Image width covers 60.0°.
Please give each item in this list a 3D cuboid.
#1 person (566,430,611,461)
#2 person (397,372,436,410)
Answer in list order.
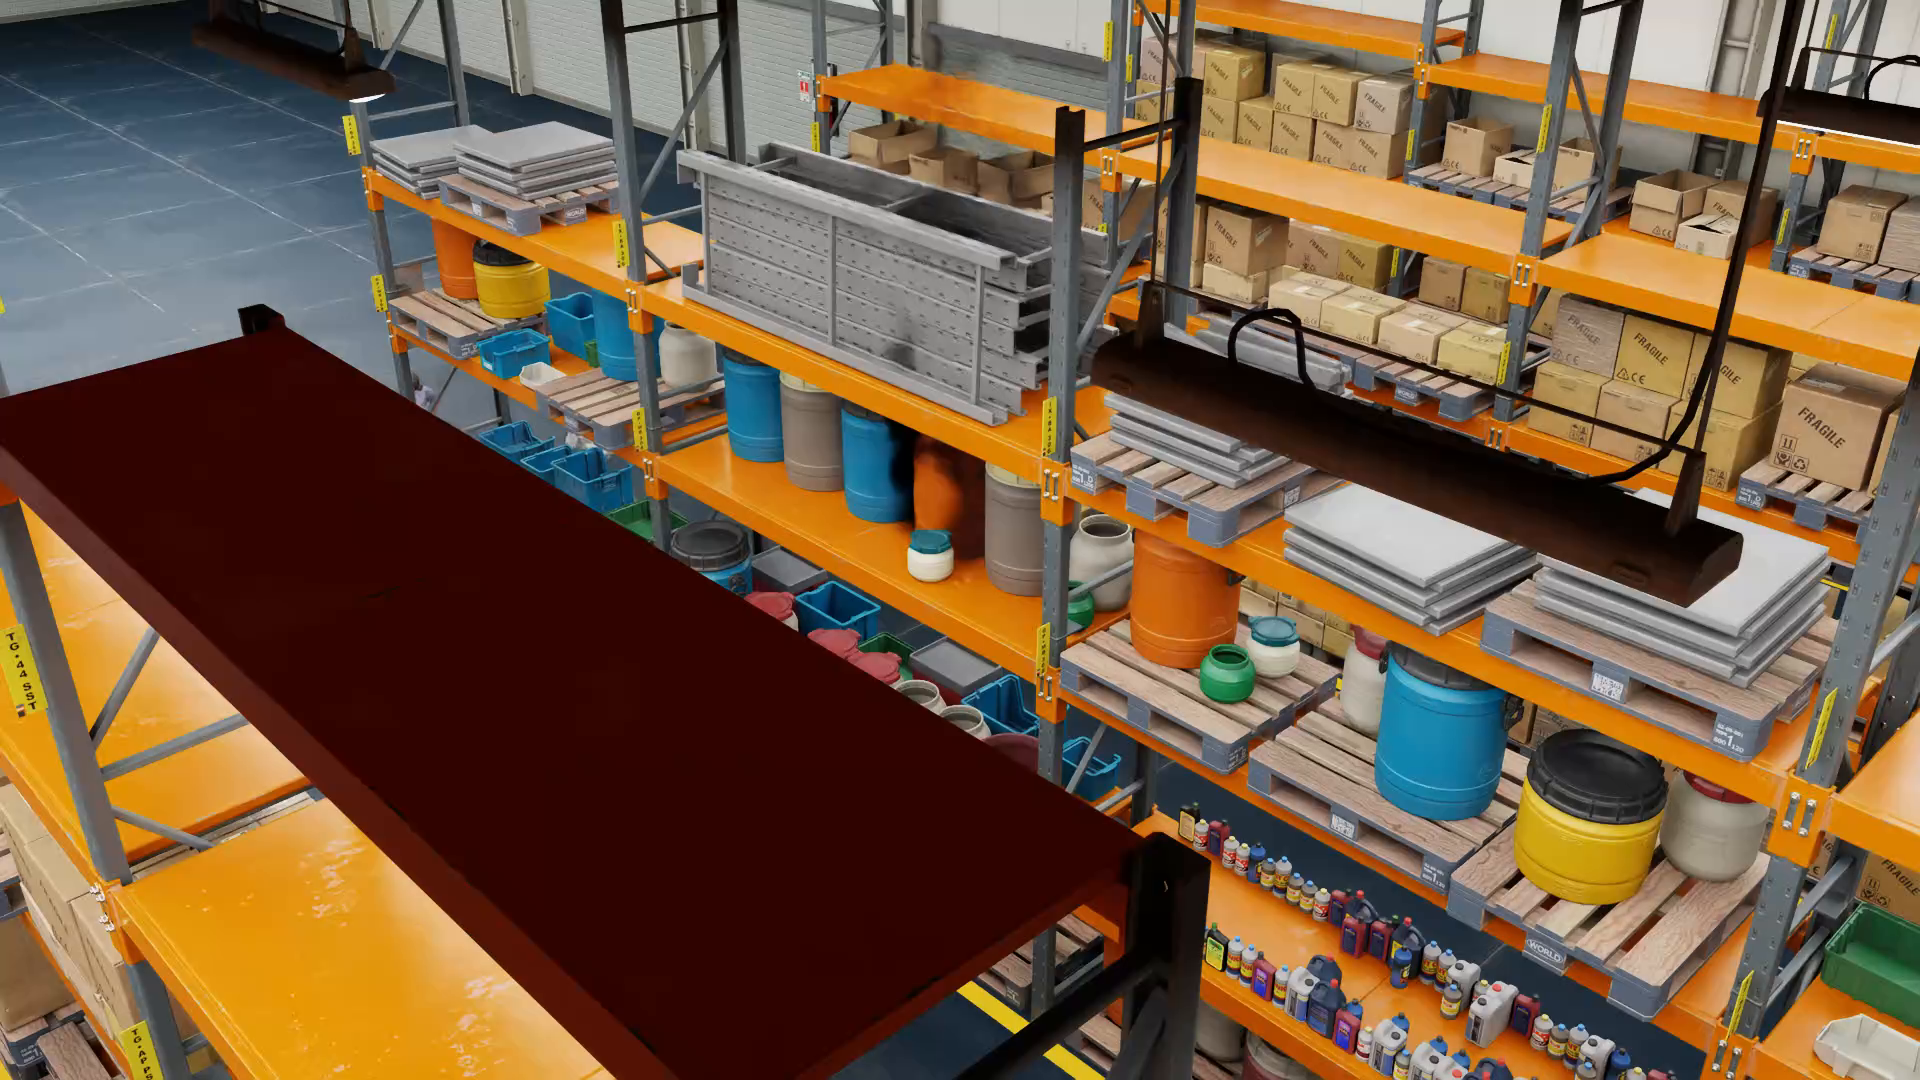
[{"bbox_3d":[-3.683,-0.846,16.701,0.617,1.686,0.610,13,31,23],"label":"person"},{"bbox_3d":[-5.576,-0.993,17.049,0.521,1.578,0.637,-6,29,-11],"label":"person"}]
